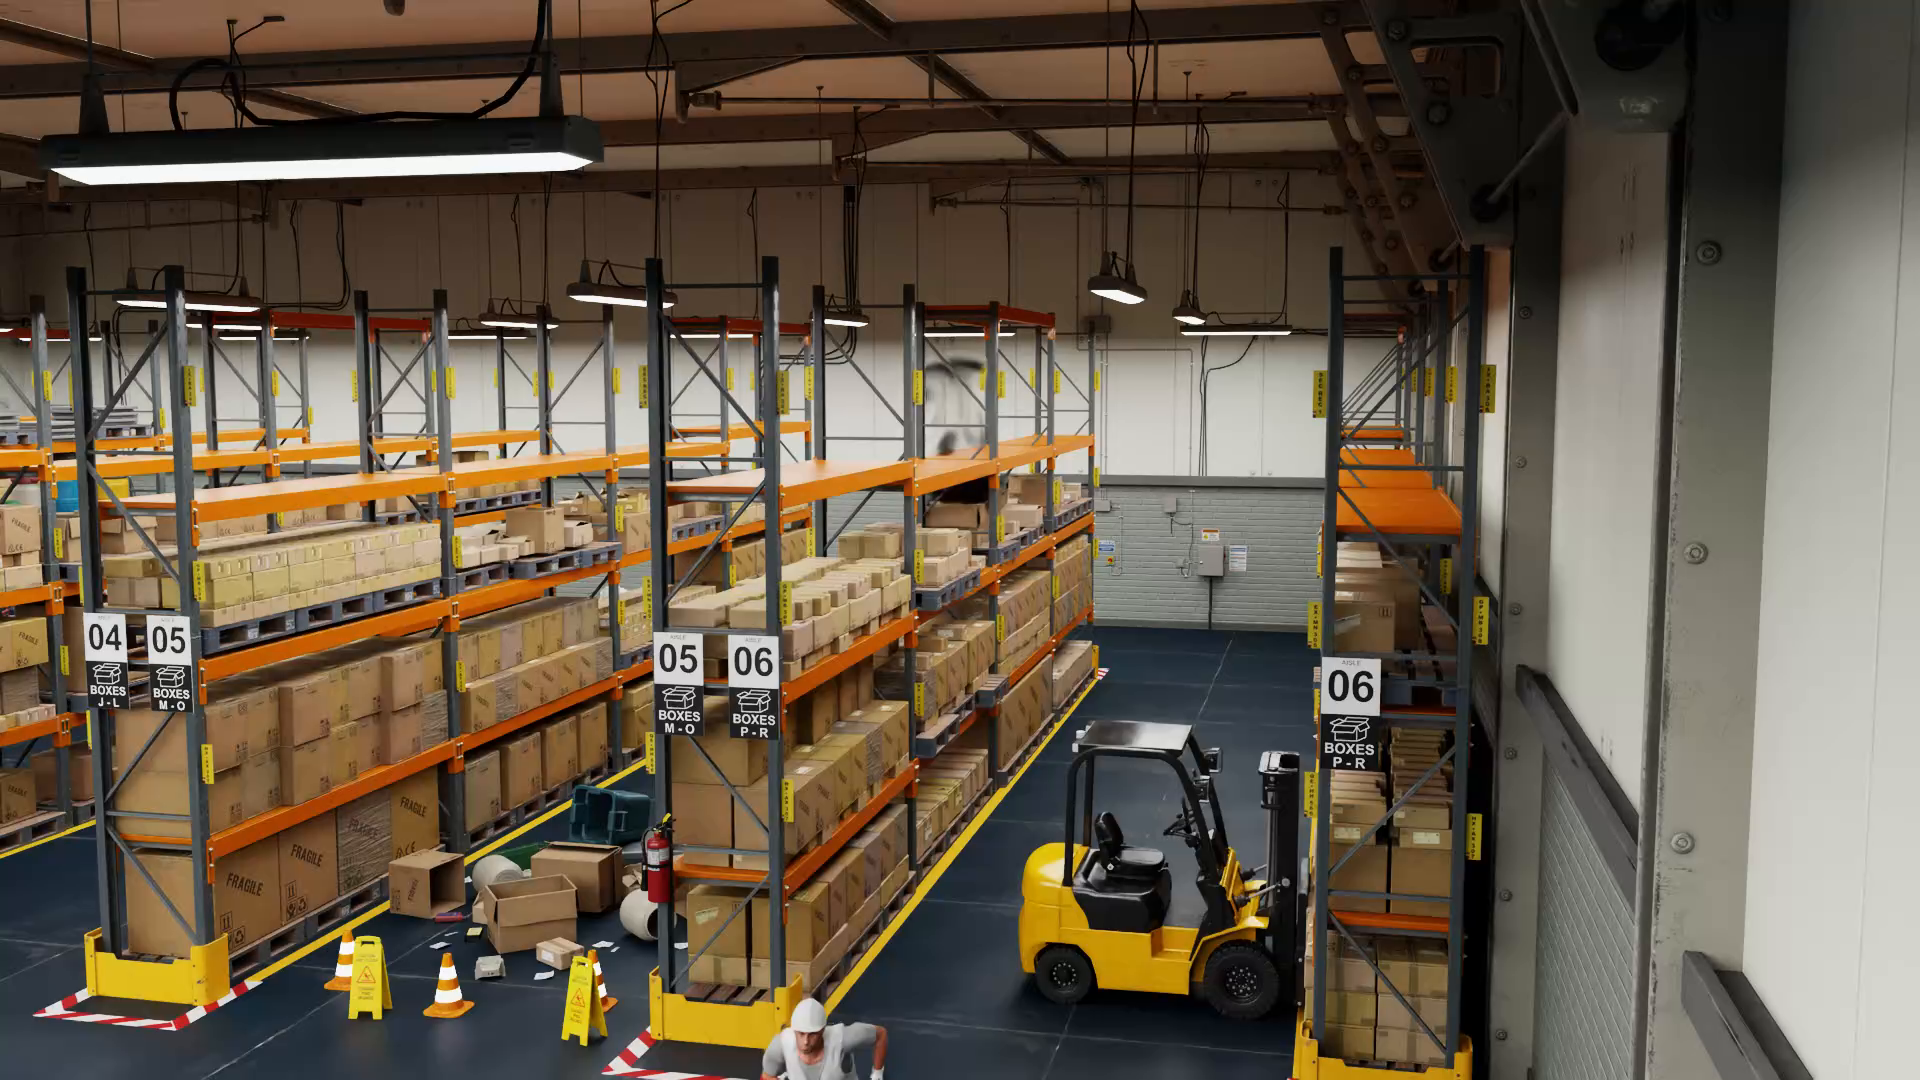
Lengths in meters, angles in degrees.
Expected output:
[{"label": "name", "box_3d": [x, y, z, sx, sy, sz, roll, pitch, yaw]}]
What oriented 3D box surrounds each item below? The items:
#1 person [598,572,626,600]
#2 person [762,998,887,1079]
[{"label": "person", "box_3d": [-6.170, 1.368, 29.437, 0.604, 1.659, 0.538, 1, 6, 13]}, {"label": "person", "box_3d": [-0.768, 3.382, 9.682, 0.707, 1.722, 1.028, 1, 6, 9]}]
